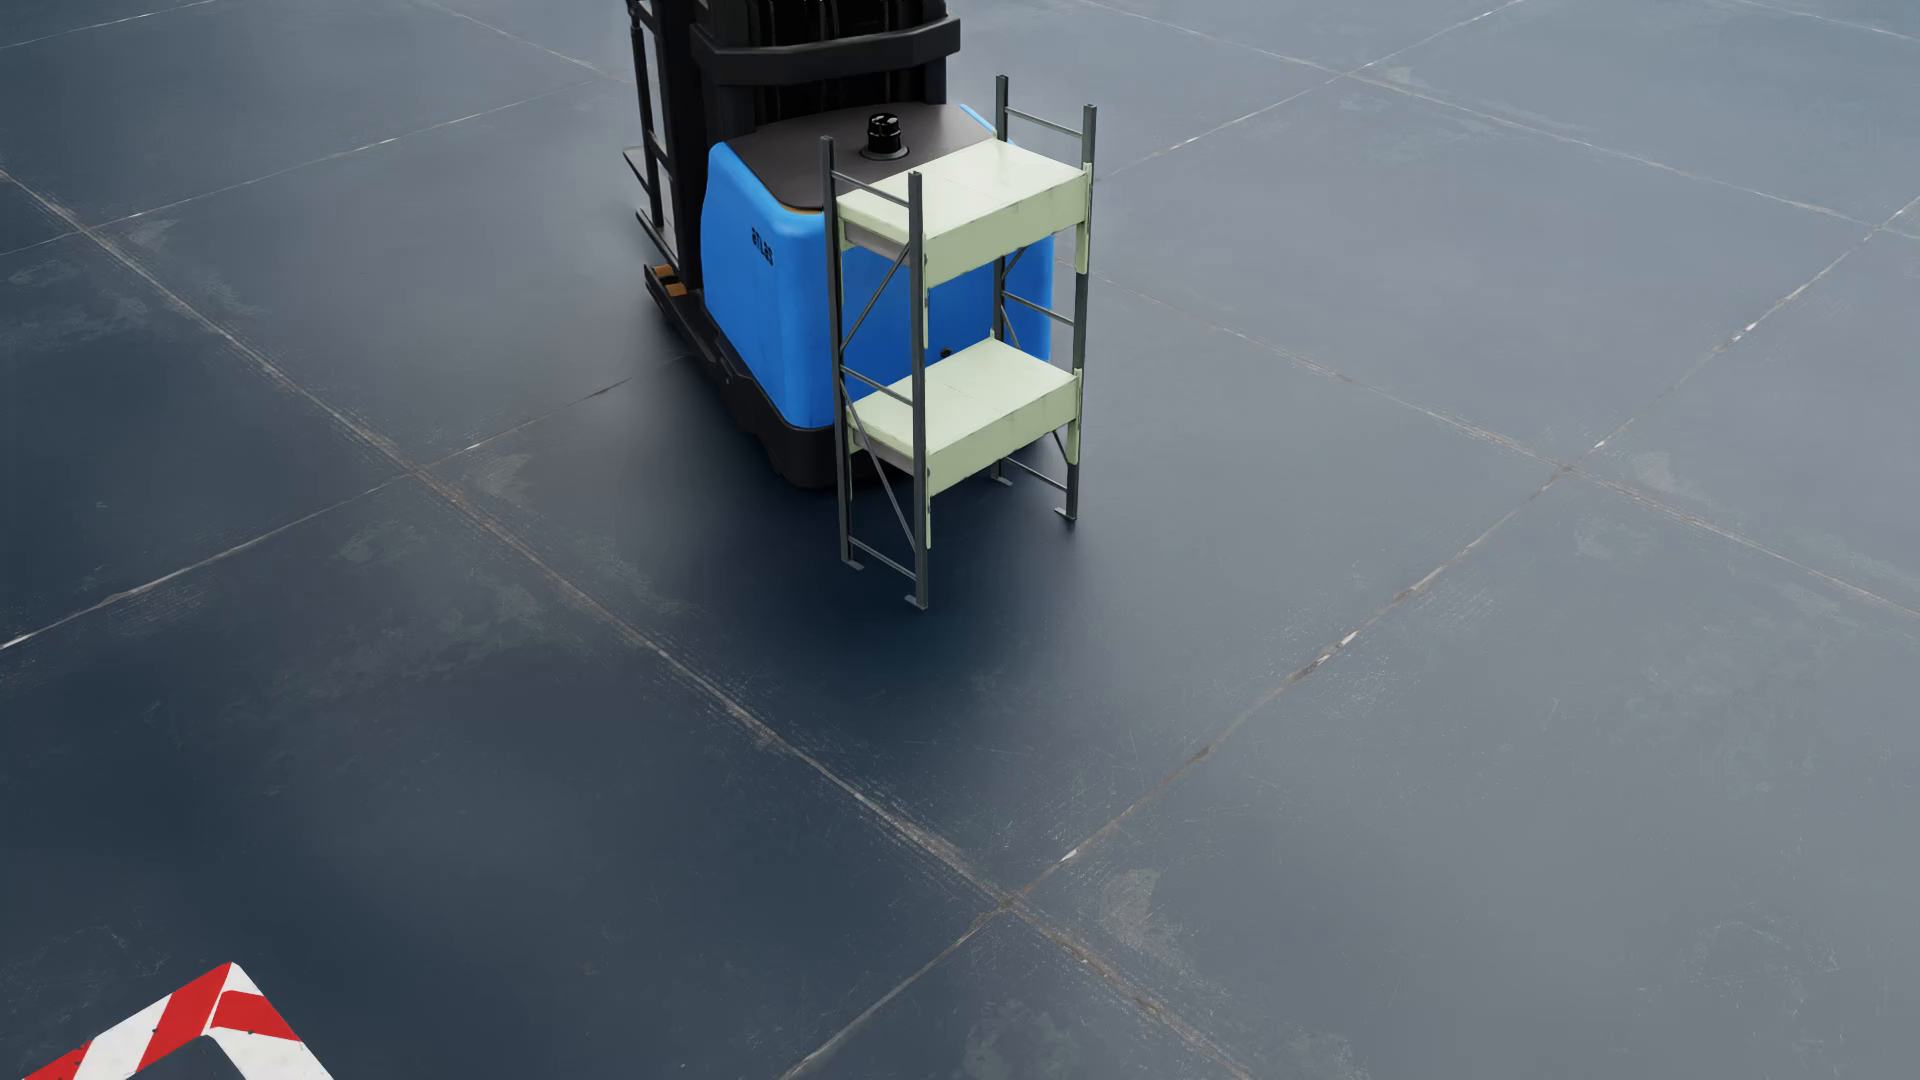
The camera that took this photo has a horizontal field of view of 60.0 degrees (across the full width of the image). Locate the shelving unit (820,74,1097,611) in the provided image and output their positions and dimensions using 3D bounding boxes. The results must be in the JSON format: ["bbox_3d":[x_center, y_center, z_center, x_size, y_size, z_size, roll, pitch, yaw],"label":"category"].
[{"bbox_3d":[0.005,-0.618,5.325,0.431,1.500,0.755,30,45,35],"label":"shelving unit"}]

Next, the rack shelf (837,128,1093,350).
[{"bbox_3d":[0.005,-0.938,5.102,0.431,0.370,0.720,30,45,35],"label":"rack shelf"}]

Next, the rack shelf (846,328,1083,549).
[{"bbox_3d":[0.005,-0.350,5.511,0.431,0.370,0.720,30,45,35],"label":"rack shelf"}]

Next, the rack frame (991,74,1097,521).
[{"bbox_3d":[0.263,-0.766,5.538,0.400,1.500,0.023,30,45,35],"label":"rack frame"}]

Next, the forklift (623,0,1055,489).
[{"bbox_3d":[-0.715,-2.218,6.368,1.130,2.935,3.031,-14,37,-20],"label":"forklift"}]

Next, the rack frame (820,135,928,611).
[{"bbox_3d":[-0.253,-0.469,5.112,0.400,1.500,0.023,30,45,35],"label":"rack frame"}]
